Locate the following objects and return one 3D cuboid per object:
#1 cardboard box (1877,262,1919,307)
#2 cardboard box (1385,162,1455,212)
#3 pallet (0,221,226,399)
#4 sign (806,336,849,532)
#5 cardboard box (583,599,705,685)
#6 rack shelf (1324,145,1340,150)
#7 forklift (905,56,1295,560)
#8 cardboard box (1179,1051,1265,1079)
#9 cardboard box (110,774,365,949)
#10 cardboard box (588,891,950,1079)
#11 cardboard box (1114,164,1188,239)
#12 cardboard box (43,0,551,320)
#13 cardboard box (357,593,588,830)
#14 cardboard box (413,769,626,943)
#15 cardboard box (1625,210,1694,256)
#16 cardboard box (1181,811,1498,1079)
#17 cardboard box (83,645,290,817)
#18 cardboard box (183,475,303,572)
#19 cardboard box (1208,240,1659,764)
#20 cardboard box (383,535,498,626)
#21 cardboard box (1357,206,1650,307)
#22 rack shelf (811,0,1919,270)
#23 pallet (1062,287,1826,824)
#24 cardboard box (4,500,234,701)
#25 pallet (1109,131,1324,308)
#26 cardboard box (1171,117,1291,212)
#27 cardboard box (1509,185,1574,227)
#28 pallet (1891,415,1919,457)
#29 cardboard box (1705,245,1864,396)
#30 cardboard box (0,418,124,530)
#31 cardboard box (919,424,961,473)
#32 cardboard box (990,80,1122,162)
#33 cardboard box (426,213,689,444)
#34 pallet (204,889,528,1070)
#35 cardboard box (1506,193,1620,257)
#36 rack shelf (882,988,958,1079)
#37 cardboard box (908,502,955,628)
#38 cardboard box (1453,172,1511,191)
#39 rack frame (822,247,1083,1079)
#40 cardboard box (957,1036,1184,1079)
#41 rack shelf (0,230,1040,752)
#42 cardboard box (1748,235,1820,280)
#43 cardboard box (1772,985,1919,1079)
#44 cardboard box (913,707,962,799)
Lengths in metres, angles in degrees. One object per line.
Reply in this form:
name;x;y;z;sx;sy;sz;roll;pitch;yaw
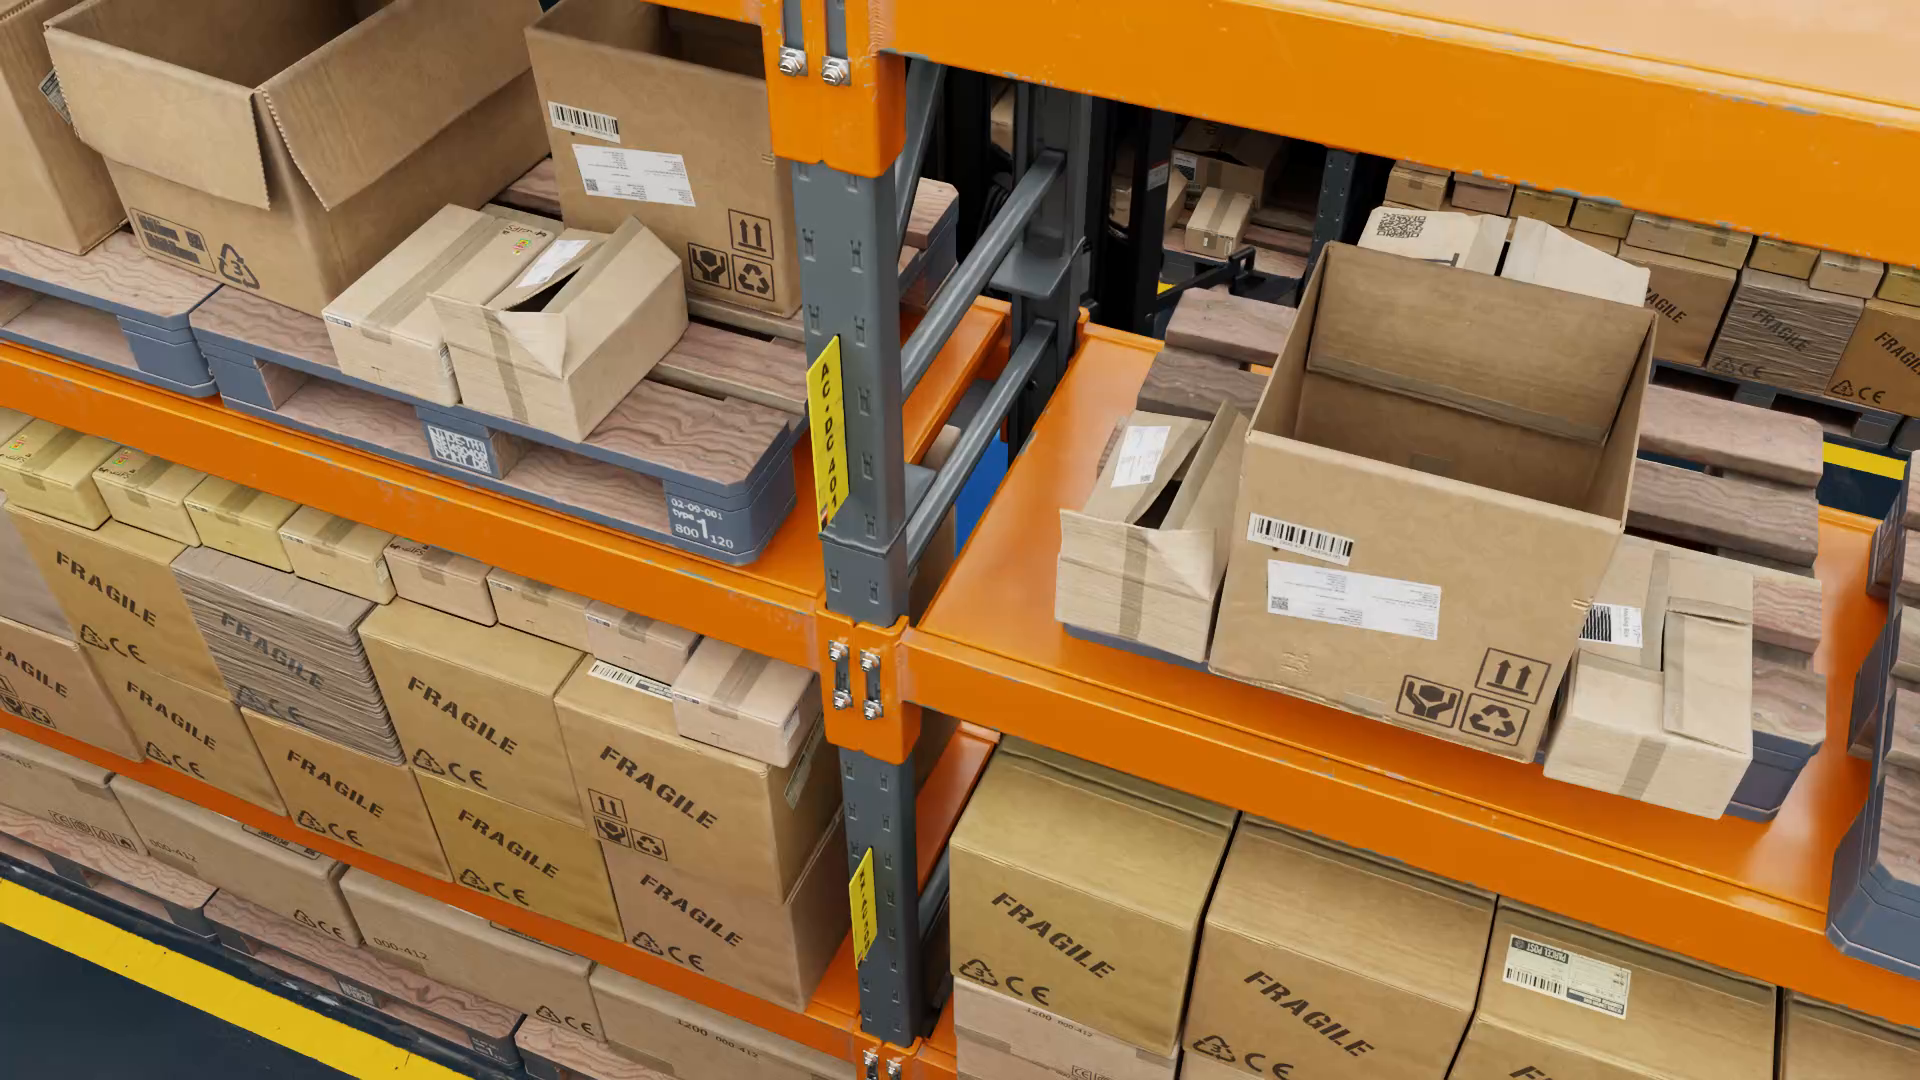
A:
cardboard box;4.109;-1.177;7.160;0.250;0.149;0.380;16;47;15
cardboard box;2.145;-1.700;7.686;0.250;0.149;0.380;19;48;18
pallet;-1.864;-0.839;3.742;1.213;0.211;1.003;16;47;16
sign;-0.203;-0.159;2.573;0.005;0.325;0.100;16;47;16
cardboard box;-0.599;0.115;3.607;0.250;0.149;0.380;17;47;17
rack shelf;0.071;-2.766;8.253;4.000;0.370;1.077;16;47;16
forklift;0.556;-1.328;6.345;3.031;2.935;1.130;-27;51;-25
cardboard box;0.799;1.056;3.653;0.500;0.250;0.500;17;47;16
cardboard box;-2.187;0.784;5.693;0.875;0.438;0.875;18;47;17
cardboard box;-0.529;1.273;5.202;0.875;0.438;0.875;16;47;15
cardboard box;0.960;-1.715;8.327;0.258;0.266;0.396;18;48;17
cardboard box;-1.248;-0.876;3.274;0.637;0.503;0.797;20;48;19
cardboard box;-0.998;0.272;3.909;0.500;0.500;0.500;16;47;15
cardboard box;-0.994;0.623;4.266;0.500;0.500;0.500;15;47;15
cardboard box;3.146;-1.456;7.440;0.250;0.149;0.380;16;47;16
cardboard box;0.785;0.791;3.388;0.500;0.500;0.500;16;47;16
cardboard box;-1.941;0.344;4.546;0.500;0.500;0.500;18;48;17
cardboard box;-1.553;-0.131;3.854;0.250;0.149;0.380;15;47;15
cardboard box;0.711;-0.066;2.533;0.500;0.500;0.500;16;47;15
cardboard box;-1.066;-0.016;3.739;0.250;0.149;0.380;16;47;16
cardboard box;0.903;-0.324;2.927;0.500;0.311;0.500;16;47;16
rack shelf;1.855;-0.433;1.938;4.000;0.370;1.077;16;47;16
pallet;0.874;-0.025;2.996;1.217;0.209;0.805;15;47;14
cardboard box;-1.931;-0.001;4.184;0.500;0.500;0.500;17;47;16
pallet;1.283;-1.677;8.625;1.213;0.211;1.003;16;47;16
cardboard box;1.398;-2.007;8.588;0.500;0.311;0.500;18;48;17
cardboard box;2.672;-1.613;7.598;0.250;0.149;0.380;14;47;14
pallet;4.934;-0.631;7.574;1.213;0.211;1.003;16;47;16
cardboard box;3.707;-1.042;7.484;0.500;0.500;0.500;15;47;14
cardboard box;-2.046;-0.227;3.951;0.250;0.149;0.380;15;47;15
cardboard box;-0.182;-0.121;3.844;0.250;0.149;0.380;16;47;15
cardboard box;0.485;-2.060;8.507;0.500;0.500;0.700;15;47;14
cardboard box;-0.704;-0.411;2.976;0.258;0.266;0.396;18;48;17
pallet;-1.793;1.155;5.779;1.213;0.211;1.003;16;47;16
cardboard box;2.772;-1.325;7.769;0.500;0.500;0.500;16;47;15
rack shelf;1.855;1.552;3.913;4.000;0.370;1.077;16;47;16
cardboard box;-0.337;0.077;4.105;0.500;0.500;0.500;17;47;16
cardboard box;2.404;-1.767;7.541;0.250;0.149;0.380;14;47;14
rack frame;0.009;0.754;4.205;0.127;3.000;1.000;16;47;16
cardboard box;0.314;1.098;3.965;0.500;0.250;0.500;15;47;15
rack shelf;-1.837;-0.598;3.946;4.000;0.370;1.077;16;47;16
cardboard box;3.635;-1.332;7.316;0.250;0.149;0.380;17;47;16
cardboard box;1.726;1.065;3.112;0.500;0.500;0.500;16;47;15
cardboard box;-0.323;0.420;4.469;0.500;0.500;0.500;18;48;17
